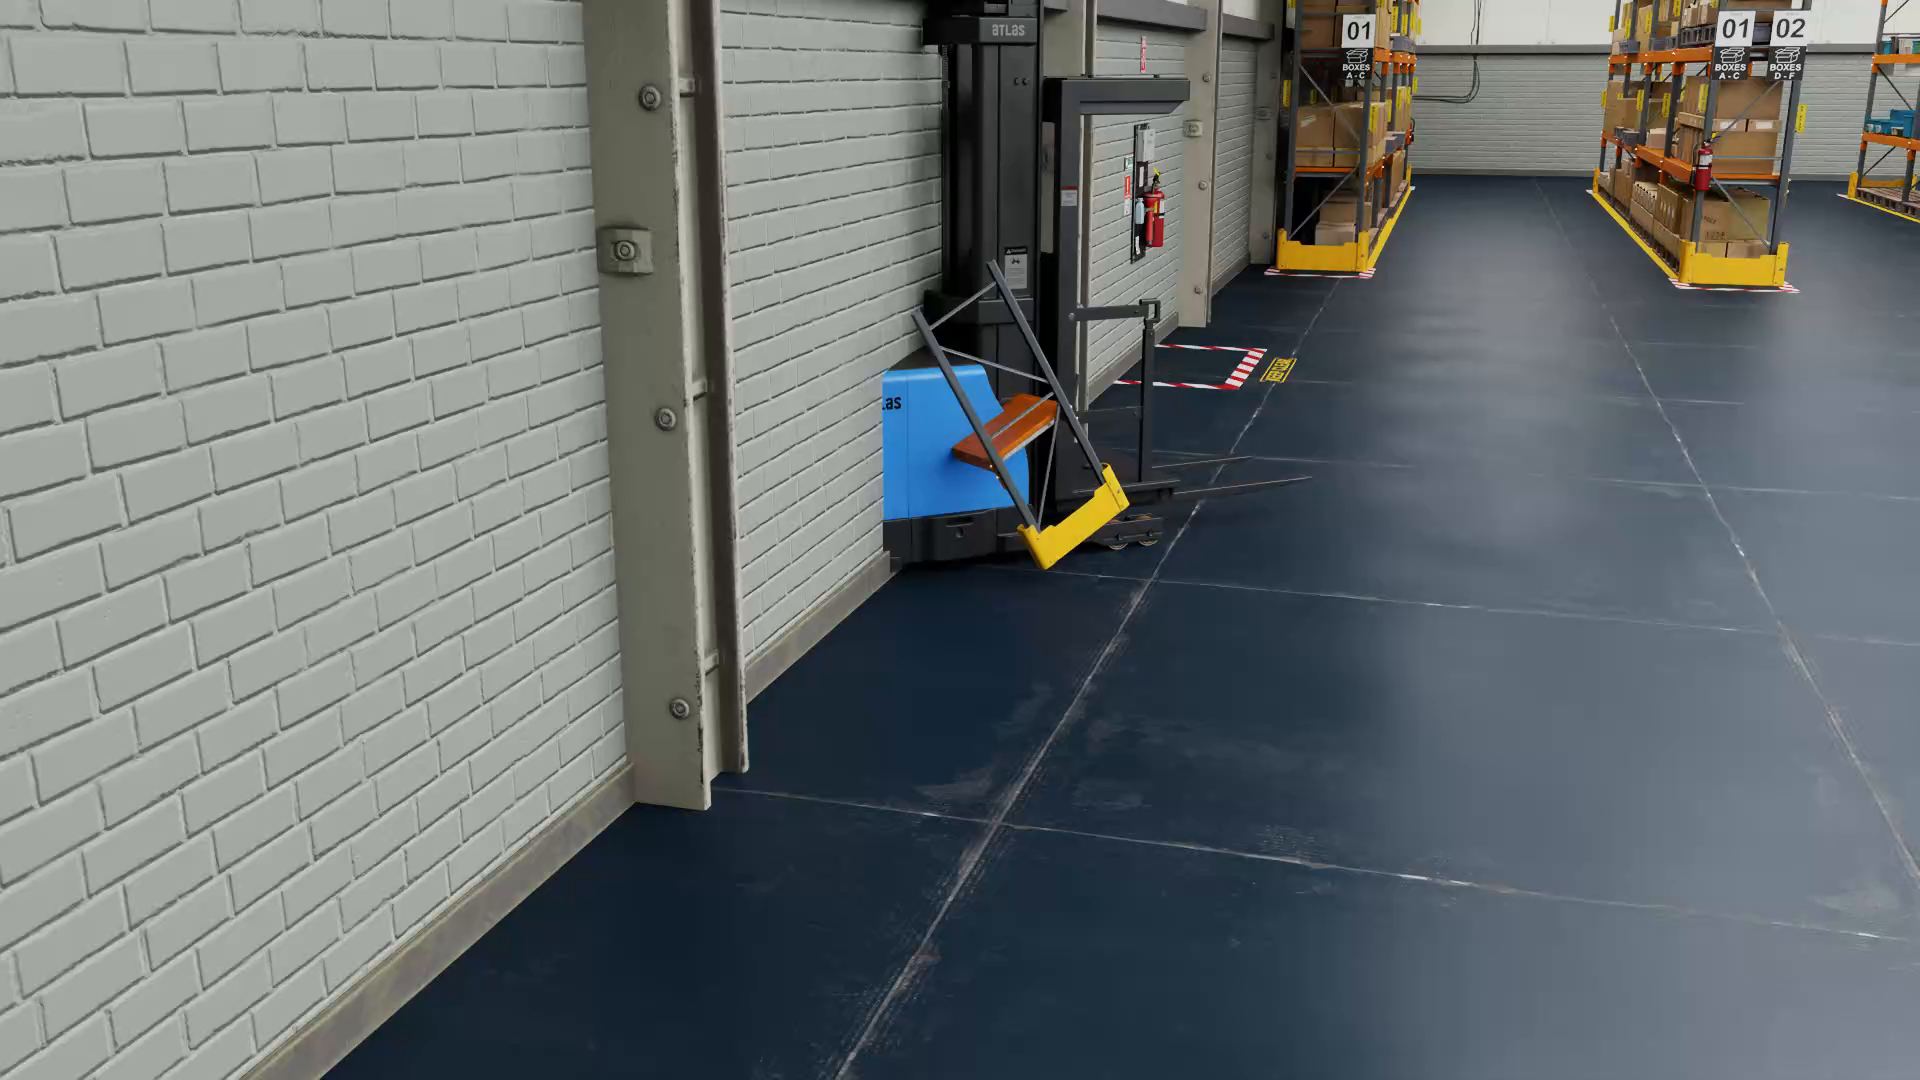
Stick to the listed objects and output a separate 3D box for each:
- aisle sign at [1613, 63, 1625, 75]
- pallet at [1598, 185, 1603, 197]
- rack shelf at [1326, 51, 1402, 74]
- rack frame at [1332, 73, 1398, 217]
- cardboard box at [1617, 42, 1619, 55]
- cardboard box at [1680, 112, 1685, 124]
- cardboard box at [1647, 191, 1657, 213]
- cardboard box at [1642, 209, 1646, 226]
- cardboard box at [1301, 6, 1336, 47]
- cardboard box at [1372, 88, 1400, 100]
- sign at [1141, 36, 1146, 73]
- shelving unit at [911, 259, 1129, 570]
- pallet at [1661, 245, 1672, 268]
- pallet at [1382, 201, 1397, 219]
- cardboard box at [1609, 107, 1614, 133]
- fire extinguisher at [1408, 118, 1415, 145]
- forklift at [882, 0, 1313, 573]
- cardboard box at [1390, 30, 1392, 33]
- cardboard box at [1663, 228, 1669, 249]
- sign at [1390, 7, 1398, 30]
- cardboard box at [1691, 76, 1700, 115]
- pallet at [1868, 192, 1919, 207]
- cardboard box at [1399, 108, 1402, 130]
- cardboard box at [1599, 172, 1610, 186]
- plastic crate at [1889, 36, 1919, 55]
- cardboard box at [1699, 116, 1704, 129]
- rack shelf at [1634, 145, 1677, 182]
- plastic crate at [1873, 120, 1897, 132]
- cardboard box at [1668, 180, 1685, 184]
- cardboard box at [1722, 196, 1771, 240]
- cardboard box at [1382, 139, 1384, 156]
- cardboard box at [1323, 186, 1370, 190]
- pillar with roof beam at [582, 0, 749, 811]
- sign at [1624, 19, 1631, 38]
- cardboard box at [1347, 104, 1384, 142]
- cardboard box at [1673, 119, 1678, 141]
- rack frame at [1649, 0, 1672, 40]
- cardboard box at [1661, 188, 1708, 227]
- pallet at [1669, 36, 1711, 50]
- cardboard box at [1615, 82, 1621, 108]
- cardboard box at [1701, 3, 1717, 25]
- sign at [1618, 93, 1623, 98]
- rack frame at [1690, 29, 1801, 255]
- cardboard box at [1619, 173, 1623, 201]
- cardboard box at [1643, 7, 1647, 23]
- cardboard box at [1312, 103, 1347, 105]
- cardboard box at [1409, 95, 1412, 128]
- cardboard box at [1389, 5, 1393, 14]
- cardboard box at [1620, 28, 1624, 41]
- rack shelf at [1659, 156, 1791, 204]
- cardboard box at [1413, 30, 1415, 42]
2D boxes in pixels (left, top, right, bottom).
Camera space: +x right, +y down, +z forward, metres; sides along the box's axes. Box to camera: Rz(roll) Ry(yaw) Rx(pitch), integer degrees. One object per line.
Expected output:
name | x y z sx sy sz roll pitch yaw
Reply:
aisle sign | 13.780 -10.095 34.660 0.394 0.787 0.004 5 16 16
pallet | 13.795 -7.234 34.446 1.003 0.211 1.213 5 16 16
rack shelf | 6.450 -7.668 26.687 1.077 0.370 4.000 5 16 16
rack frame | 7.019 -7.094 28.843 1.000 3.000 0.127 5 16 16
cardboard box | 13.222 -9.668 32.696 0.500 0.250 0.500 5 16 16
cardboard box | 10.299 -5.904 23.274 0.380 0.149 0.250 5 17 17
cardboard box | 10.614 -5.078 24.978 0.500 0.311 0.500 5 17 17
cardboard box | 10.763 -4.941 25.520 0.500 0.250 0.500 5 17 17
cardboard box | 4.621 -6.631 21.492 0.500 0.500 0.500 6 17 20
cardboard box | 7.403 -7.762 29.059 0.500 0.250 0.500 5 17 17
sign | 1.573 -4.159 14.246 0.001 0.298 0.199 5 16 16
shelving unit | 0.073 -0.714 8.672 0.587 1.500 1.083 -37 25 -15
pallet | 10.021 -3.798 22.332 1.003 0.211 1.213 5 16 16
pallet | 7.315 -5.953 29.930 1.003 0.211 1.213 5 16 16
cardboard box | 13.233 -8.359 33.120 0.500 0.500 0.500 5 17 17
fire extinguisher | 9.777 -8.974 36.297 0.296 0.674 0.183 5 16 16
forklift | 0.569 -1.480 9.175 3.031 2.935 1.130 -7 17 -23
cardboard box | 7.371 -9.215 29.833 0.700 0.500 0.500 6 17 19
cardboard box | 9.779 -4.054 22.393 0.500 0.250 0.500 5 16 16
sign | 6.404 -7.699 24.532 0.100 0.325 0.005 5 16 16
cardboard box | 10.227 -5.957 22.273 0.700 0.500 0.500 5 16 16
pallet | 18.170 -6.546 32.022 1.003 0.211 1.213 5 16 16
cardboard box | 7.842 -7.805 30.585 0.500 0.500 0.500 5 17 17
cardboard box | 13.474 -7.442 34.301 0.500 0.250 0.500 5 16 16
plastic crate | 18.093 -9.454 31.779 0.504 0.338 0.767 5 16 16
cardboard box | 9.715 -5.363 21.367 0.380 0.149 0.250 5 17 18
rack shelf | 11.201 -5.842 25.746 1.077 0.370 4.000 5 16 16
plastic crate | 18.218 -8.156 32.783 0.416 0.233 0.300 5 16 16
cardboard box | 12.172 -5.817 28.115 0.500 0.500 0.500 5 17 18
cardboard box | 10.001 -4.112 21.224 0.500 0.500 0.500 5 16 16
cardboard box | 5.888 -5.708 24.194 0.500 0.250 0.500 5 17 16
cardboard box | 6.174 -5.390 26.608 0.700 0.500 0.500 4 16 15
pillar with roof beam | 3.127 -3.094 3.748 9.100 9.000 0.400 5 16 16
sign | 12.383 -9.489 30.843 0.100 0.325 0.005 5 16 16
cardboard box | 5.607 -5.800 23.145 0.500 0.500 0.500 5 17 18
cardboard box | 11.158 -6.181 25.441 0.500 0.500 0.500 5 16 16
rack frame | 11.769 -9.597 26.674 1.000 3.000 0.127 5 16 16
cardboard box | 9.916 -4.546 22.754 0.500 0.500 0.500 5 16 16
pallet | 10.871 -7.247 24.237 0.805 0.209 1.217 4 16 14
cardboard box | 12.944 -8.573 32.042 0.500 0.500 0.500 4 16 15
cardboard box | 9.570 -6.580 20.782 0.500 0.250 0.500 5 16 16
sign | 12.383 -8.214 31.205 0.100 0.325 0.005 5 16 16
rack frame | 9.496 -4.618 20.113 1.000 3.000 0.127 5 16 16
cardboard box | 12.245 -6.388 30.129 0.500 0.500 0.500 5 17 17
cardboard box | 12.524 -9.196 29.621 0.600 0.600 0.600 4 16 15
cardboard box | 5.250 -5.974 23.758 0.500 0.500 0.500 5 17 17
cardboard box | 9.157 -9.197 35.708 0.980 0.700 0.700 5 17 18
cardboard box | 5.999 -7.877 24.055 0.500 0.500 0.500 3 16 11
cardboard box | 13.073 -9.778 32.168 0.500 0.250 0.500 5 16 16
rack shelf | 10.064 -4.795 22.056 1.077 0.370 4.000 5 16 16
cardboard box | 9.048 -10.323 34.052 0.500 0.250 0.500 4 16 14
